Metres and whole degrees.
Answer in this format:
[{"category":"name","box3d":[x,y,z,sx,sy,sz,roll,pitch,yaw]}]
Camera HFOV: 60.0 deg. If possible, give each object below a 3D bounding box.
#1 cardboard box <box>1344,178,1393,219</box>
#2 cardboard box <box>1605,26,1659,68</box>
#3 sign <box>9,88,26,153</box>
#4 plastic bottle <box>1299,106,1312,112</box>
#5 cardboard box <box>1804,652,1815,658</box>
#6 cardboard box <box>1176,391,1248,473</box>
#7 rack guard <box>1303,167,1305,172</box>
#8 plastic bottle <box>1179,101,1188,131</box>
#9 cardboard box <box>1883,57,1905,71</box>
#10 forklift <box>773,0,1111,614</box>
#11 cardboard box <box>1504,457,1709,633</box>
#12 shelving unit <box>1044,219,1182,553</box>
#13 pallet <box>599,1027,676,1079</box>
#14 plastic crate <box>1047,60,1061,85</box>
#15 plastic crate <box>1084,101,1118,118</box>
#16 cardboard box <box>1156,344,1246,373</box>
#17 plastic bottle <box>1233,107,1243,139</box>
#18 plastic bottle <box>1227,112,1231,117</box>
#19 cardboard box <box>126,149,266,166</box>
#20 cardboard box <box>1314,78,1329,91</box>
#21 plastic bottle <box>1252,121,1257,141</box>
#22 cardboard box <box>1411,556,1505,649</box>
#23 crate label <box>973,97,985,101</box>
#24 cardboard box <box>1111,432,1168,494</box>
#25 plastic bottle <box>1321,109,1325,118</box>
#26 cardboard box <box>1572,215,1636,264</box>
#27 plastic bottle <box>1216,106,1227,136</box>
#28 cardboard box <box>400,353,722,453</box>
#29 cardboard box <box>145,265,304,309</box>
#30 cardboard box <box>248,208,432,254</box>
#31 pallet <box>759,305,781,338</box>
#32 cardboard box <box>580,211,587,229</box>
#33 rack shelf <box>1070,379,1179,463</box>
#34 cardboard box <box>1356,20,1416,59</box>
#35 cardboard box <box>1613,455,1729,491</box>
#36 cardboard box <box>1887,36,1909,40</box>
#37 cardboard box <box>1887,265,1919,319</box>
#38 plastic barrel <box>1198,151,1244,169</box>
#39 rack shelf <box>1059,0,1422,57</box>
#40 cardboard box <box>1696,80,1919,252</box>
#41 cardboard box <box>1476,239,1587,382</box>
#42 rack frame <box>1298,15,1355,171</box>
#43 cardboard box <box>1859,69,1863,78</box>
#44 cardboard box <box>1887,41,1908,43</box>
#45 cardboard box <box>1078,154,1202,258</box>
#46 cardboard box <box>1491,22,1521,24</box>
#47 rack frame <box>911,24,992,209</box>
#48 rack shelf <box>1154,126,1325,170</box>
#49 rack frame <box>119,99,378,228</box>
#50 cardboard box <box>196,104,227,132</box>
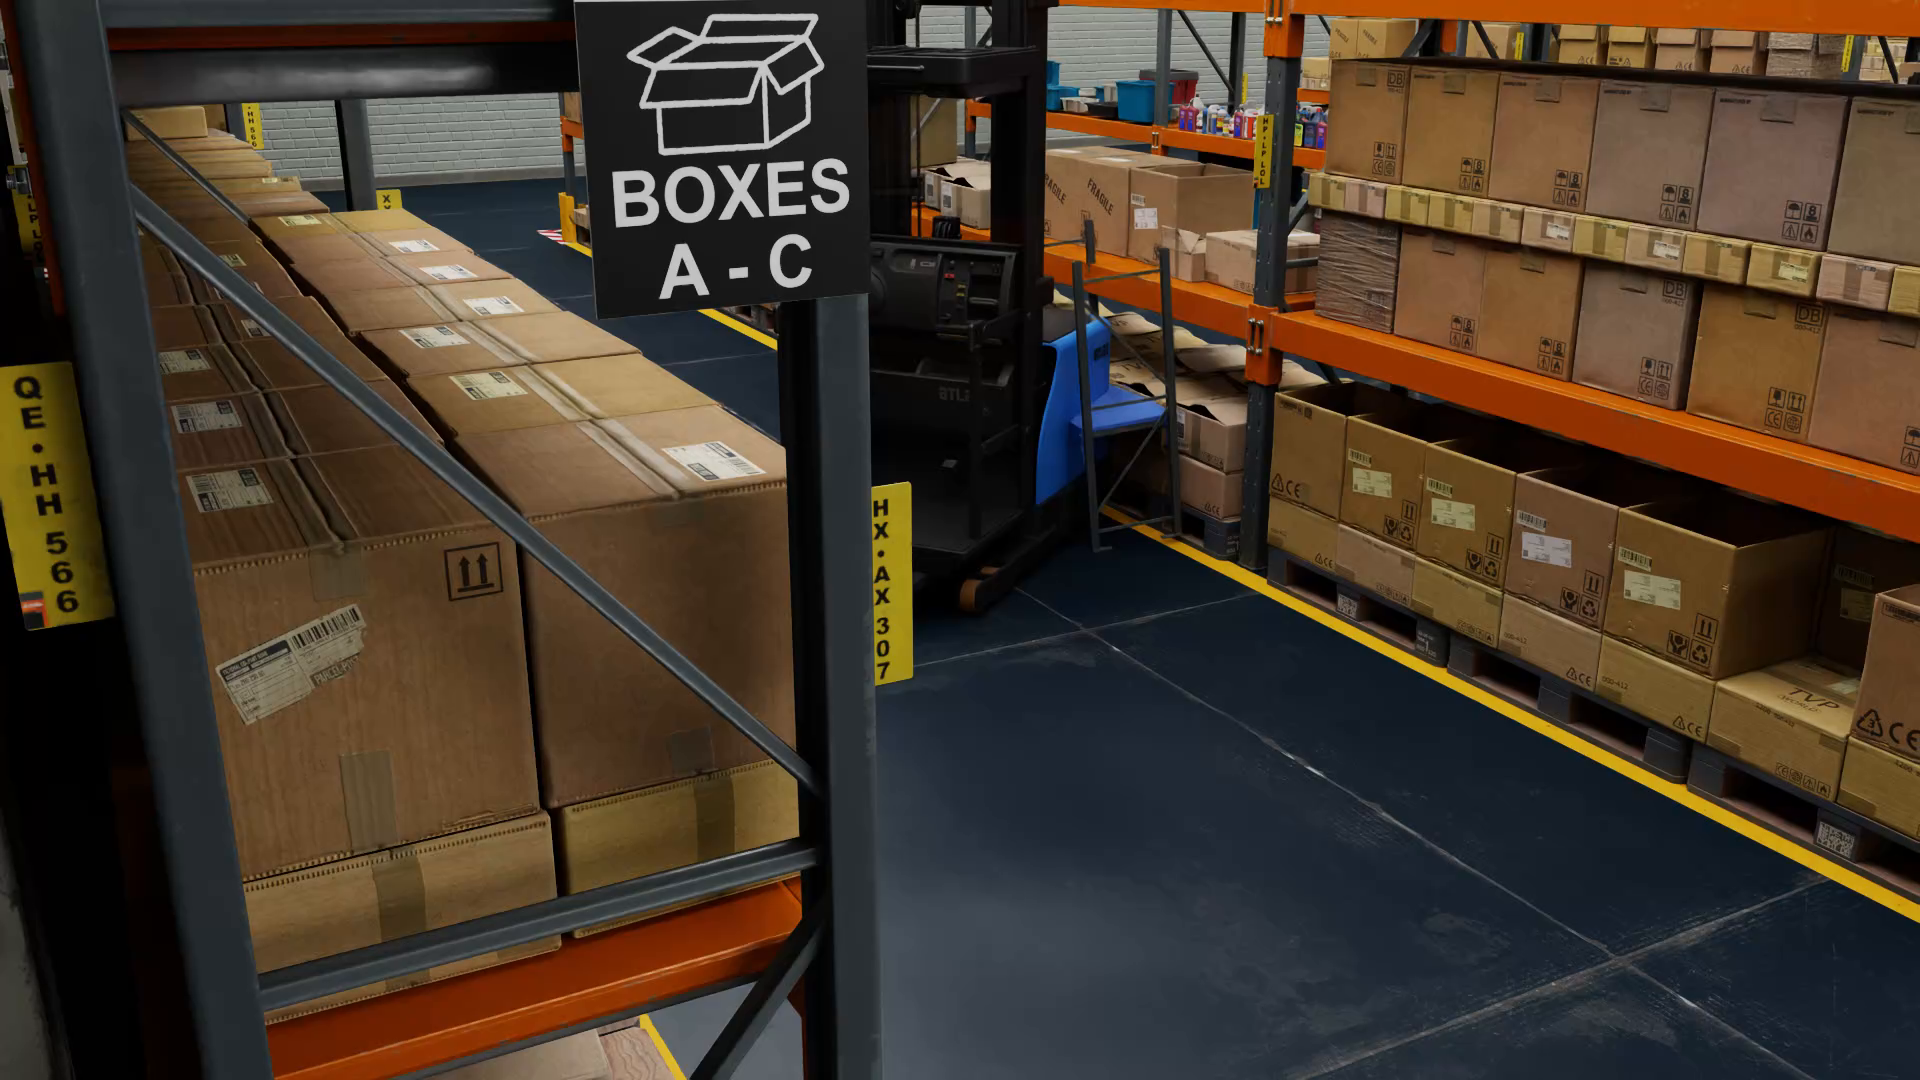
[{"category":"cardboard box","box3d":[1.938,-1.526,7.384,0.380,0.149,0.250,-10,21,-26]},{"category":"cardboard box","box3d":[7.409,-5.321,17.840,0.797,0.503,0.637,-10,21,-26]},{"category":"sign","box3d":[-4.883,-2.191,8.685,0.100,0.325,0.005,-10,21,-27]},{"category":"plastic bottle","box3d":[3.308,-4.042,16.015,0.152,0.276,0.135,-10,21,-27]},{"category":"cardboard box","box3d":[3.224,0.424,6.454,0.500,0.250,0.500,-10,21,-27]},{"category":"cardboard box","box3d":[1.417,-0.587,8.522,0.500,0.311,0.500,-10,21,-27]},{"category":"rack guard","box3d":[4.871,-5.154,22.879,1.175,0.500,0.348,-10,21,-27]},{"category":"plastic bottle","box3d":[2.222,-4.187,16.423,0.061,0.283,0.133,-10,21,-27]},{"category":"cardboard box","box3d":[11.349,-5.733,20.011,0.380,0.149,0.250,-11,22,-29]},{"category":"forklift","box3d":[-0.266,-1.202,7.698,1.130,2.935,3.031,9,21,24]},{"category":"cardboard box","box3d":[2.520,0.008,6.509,0.500,0.500,0.500,-10,21,-27]},{"category":"shelving unit","box3d":[0.698,-0.842,8.793,0.538,1.500,1.048,-11,21,-14]},{"category":"pallet","box3d":[-0.988,1.623,3.680,1.003,0.211,1.213,-10,21,-27]},{"category":"plastic crate","box3d":[0.847,-5.540,20.018,0.616,0.435,0.499,-10,21,-27]},{"category":"plastic crate","box3d":[1.655,-4.592,17.746,0.437,0.125,0.590,-10,21,-27]},{"category":"cardboard box","box3d":[1.404,-0.965,9.618,0.500,0.311,0.500,-11,22,-28]},{"category":"plastic bottle","box3d":[2.644,-3.932,15.684,0.061,0.283,0.133,-10,21,-27]},{"category":"plastic bottle","box3d":[2.583,-4.048,16.144,0.097,0.201,0.097,0,19,0]},{"category":"cardboard box","box3d":[-3.553,-1.499,7.625,0.700,0.500,0.500,-10,21,-27]},{"category":"cardboard box","box3d":[4.884,-5.984,21.836,0.380,0.149,0.250,-10,22,-27]},{"category":"plastic bottle","box3d":[2.779,-3.825,15.498,0.097,0.201,0.097,0,19,0]},{"category":"cardboard box","box3d":[2.280,0.219,7.046,0.500,0.250,0.500,-10,21,-27]},{"category":"crate label","box3d":[0.351,-5.389,19.893,0.416,0.233,0.303,-10,21,-27]},{"category":"cardboard box","box3d":[1.171,-0.469,9.041,0.500,0.250,0.500,-10,22,-27]},{"category":"plastic bottle","box3d":[3.381,-3.910,15.639,0.097,0.271,0.097,0,19,0]},{"category":"cardboard box","box3d":[2.557,-1.154,6.305,0.380,0.149,0.250,-10,21,-27]},{"category":"plastic bottle","box3d":[2.513,-4.018,15.952,0.097,0.271,0.097,0,19,0]},{"category":"cardboard box","box3d":[-0.785,-0.054,3.317,0.500,0.500,0.500,-10,21,-27]},{"category":"cardboard box","box3d":[-1.983,-0.415,4.363,0.500,0.500,0.500,-9,21,-25]},{"category":"cardboard box","box3d":[-2.000,-0.788,5.442,0.500,0.500,0.500,-10,21,-27]},{"category":"pallet","box3d":[-0.935,-1.751,13.459,1.003,0.211,1.213,-10,21,-27]},{"category":"cardboard box","box3d":[-3.822,-3.419,17.688,0.380,0.166,0.250,-10,21,-27]},{"category":"rack shelf","box3d":[0.714,-0.674,8.855,0.538,0.185,1.000,-11,21,-14]},{"category":"cardboard box","box3d":[5.362,-6.282,20.940,0.500,0.500,0.500,-11,22,-28]},{"category":"cardboard box","box3d":[2.992,-0.075,6.750,0.500,0.500,0.500,-10,21,-27]},{"category":"cardboard box","box3d":[14.322,-7.765,24.927,0.500,0.500,0.500,-10,21,-26]},{"category":"cardboard box","box3d":[3.164,-0.785,5.237,0.380,0.149,0.250,-10,22,-27]},{"category":"plastic barrel","box3d":[2.667,-3.461,16.714,0.600,0.901,0.708,-10,21,-27]},{"category":"rack shelf","box3d":[0.911,-3.003,9.317,1.077,0.370,4.000,-10,21,-27]},{"category":"cardboard box","box3d":[3.030,-1.309,5.761,0.700,0.500,0.500,-10,21,-26]},{"category":"cardboard box","box3d":[2.568,-0.977,6.787,0.700,0.500,0.500,-10,21,-26]},{"category":"rack frame","box3d":[4.883,-6.329,22.452,1.000,3.000,0.127,-10,21,-27]},{"category":"cardboard box","box3d":[11.114,-5.737,20.477,0.380,0.149,0.250,-10,21,-26]},{"category":"cardboard box","box3d":[11.686,-6.119,20.672,0.380,0.149,0.250,-11,22,-28]},{"category":"cardboard box","box3d":[1.023,-1.916,9.510,0.500,0.500,0.500,-10,21,-27]},{"category":"cardboard box","box3d":[6.553,-5.925,19.904,0.500,0.500,0.500,-10,21,-27]},{"category":"rack frame","box3d":[-0.038,-2.499,11.353,1.000,3.000,0.127,-10,21,-27]},{"category":"rack shelf","box3d":[3.373,-3.499,15.354,1.077,0.370,4.000,-10,21,-27]},{"category":"rack frame","box3d":[-2.497,-0.583,5.798,1.000,3.000,0.127,-10,21,-27]},{"category":"cardboard box","box3d":[-4.398,-2.461,9.453,0.500,0.250,0.500,-9,21,-25]}]
